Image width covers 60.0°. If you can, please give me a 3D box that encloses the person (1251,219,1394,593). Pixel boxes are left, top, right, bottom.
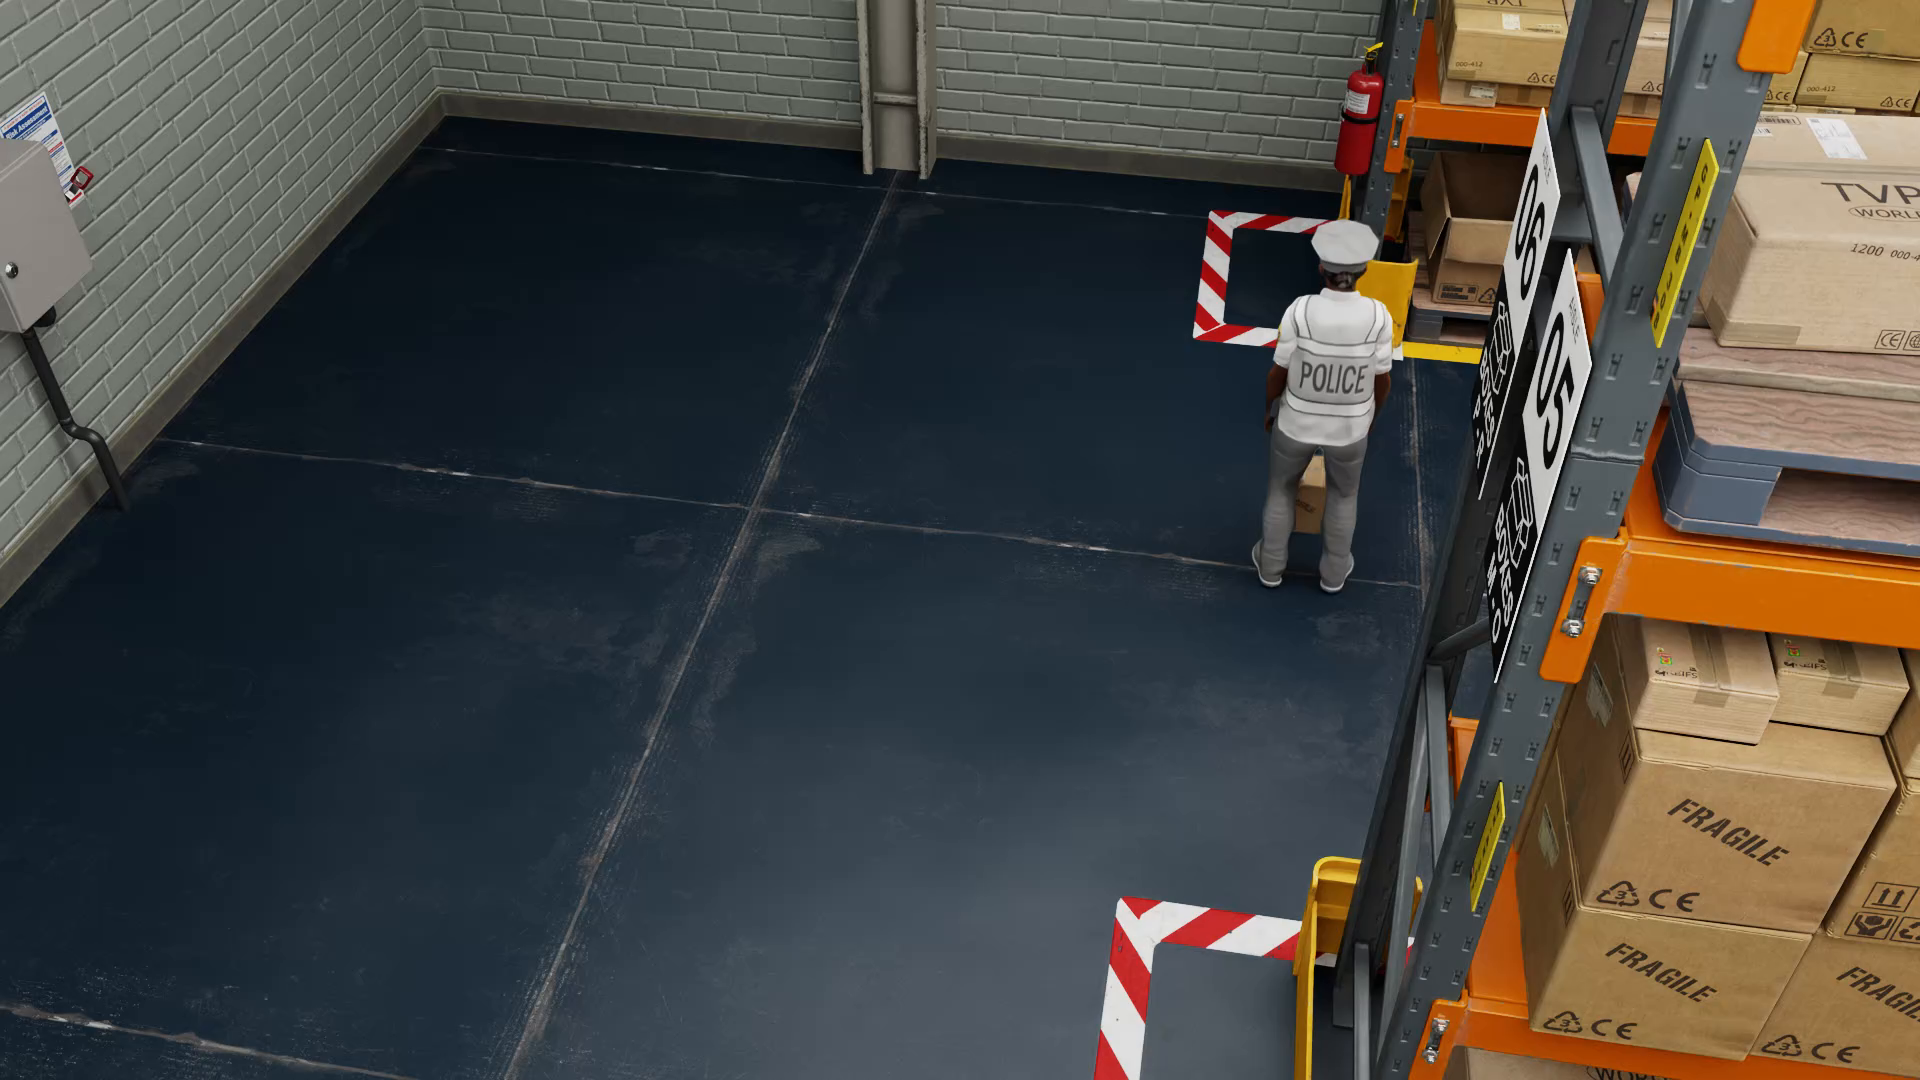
[{"bbox_3d":[1.464,-0.477,6.707,0.500,1.664,0.378,5,41,6],"label":"person"}]
